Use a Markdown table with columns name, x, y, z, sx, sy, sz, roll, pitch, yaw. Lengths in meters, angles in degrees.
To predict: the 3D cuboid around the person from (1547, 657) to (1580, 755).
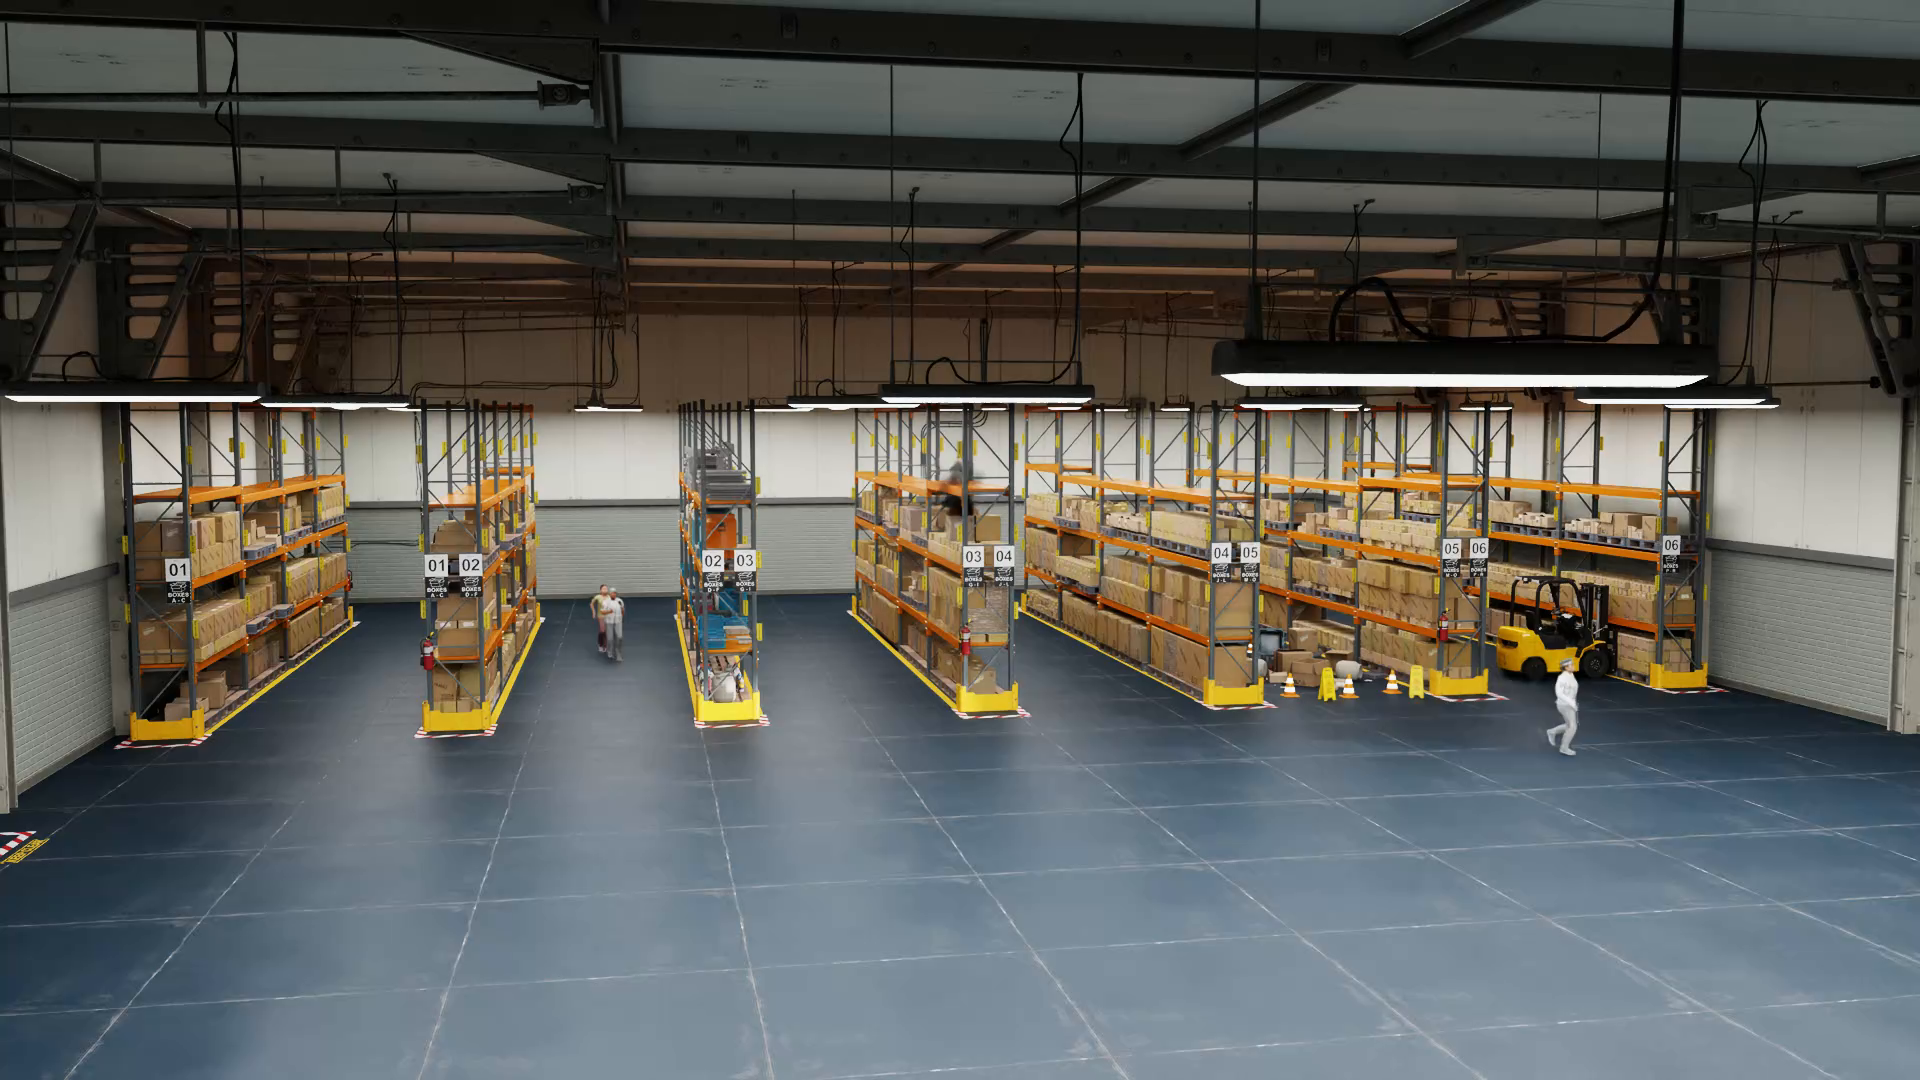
| name | x | y | z | sx | sy | sz | roll | pitch | yaw |
| --- | --- | --- | --- | --- | --- | --- | --- | --- | --- |
| person | 10.212 | 2.782 | 28.108 | 0.539 | 1.654 | 0.652 | 3 | 5 | 36 |

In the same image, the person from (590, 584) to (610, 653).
| name | x | y | z | sx | sy | sz | roll | pitch | yaw |
| --- | --- | --- | --- | --- | --- | --- | --- | --- | --- |
| person | -8.520 | 1.878 | 39.835 | 0.550 | 1.641 | 0.630 | -2 | 5 | -25 |

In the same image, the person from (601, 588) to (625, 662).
| name | x | y | z | sx | sy | sz | roll | pitch | yaw |
| --- | --- | --- | --- | --- | --- | --- | --- | --- | --- |
| person | -8.076 | 1.971 | 38.768 | 0.585 | 1.719 | 0.708 | -2 | 5 | -20 |
